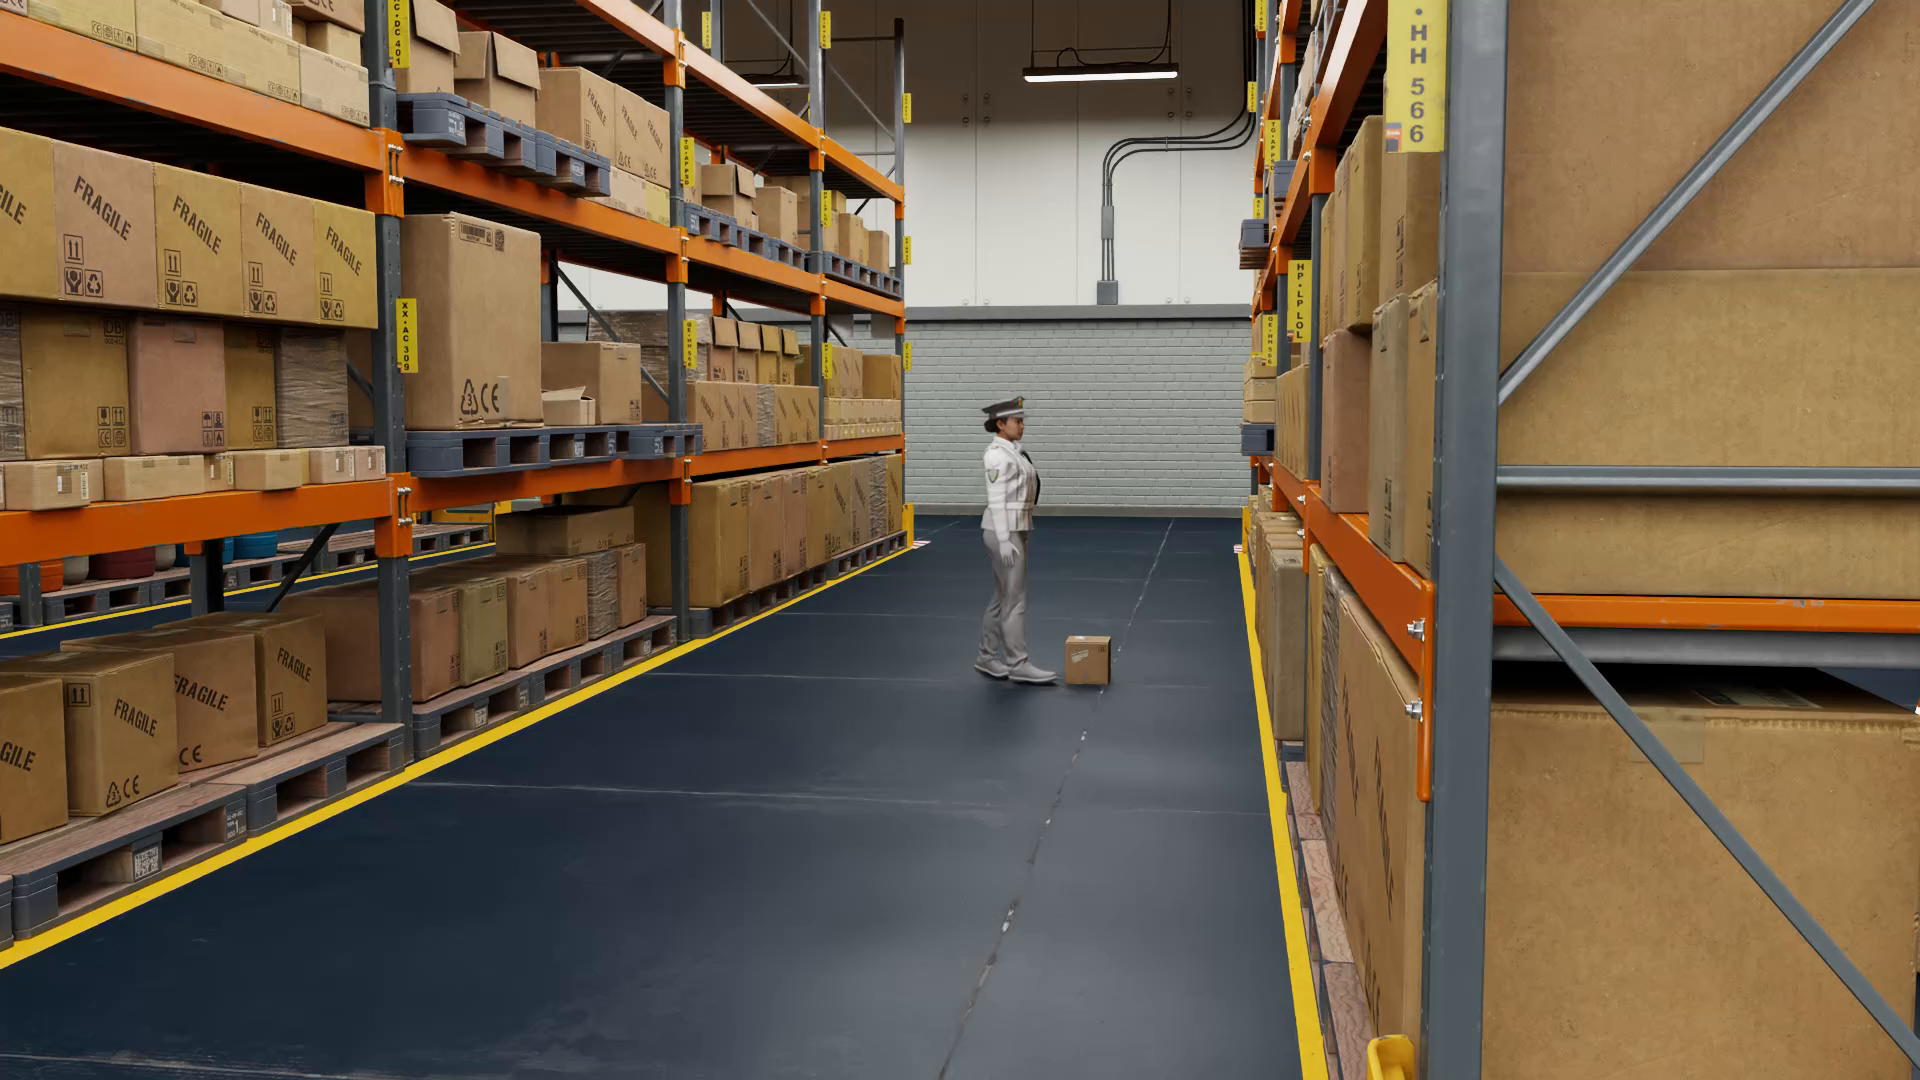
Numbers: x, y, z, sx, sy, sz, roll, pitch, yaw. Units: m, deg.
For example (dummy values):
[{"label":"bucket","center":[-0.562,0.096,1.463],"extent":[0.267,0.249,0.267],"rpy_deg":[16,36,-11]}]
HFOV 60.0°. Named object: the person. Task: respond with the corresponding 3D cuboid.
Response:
[{"label":"person","center":[0.326,-0.009,9.846],"extent":[0.541,1.687,0.495],"rpy_deg":[1,5,14]}]
